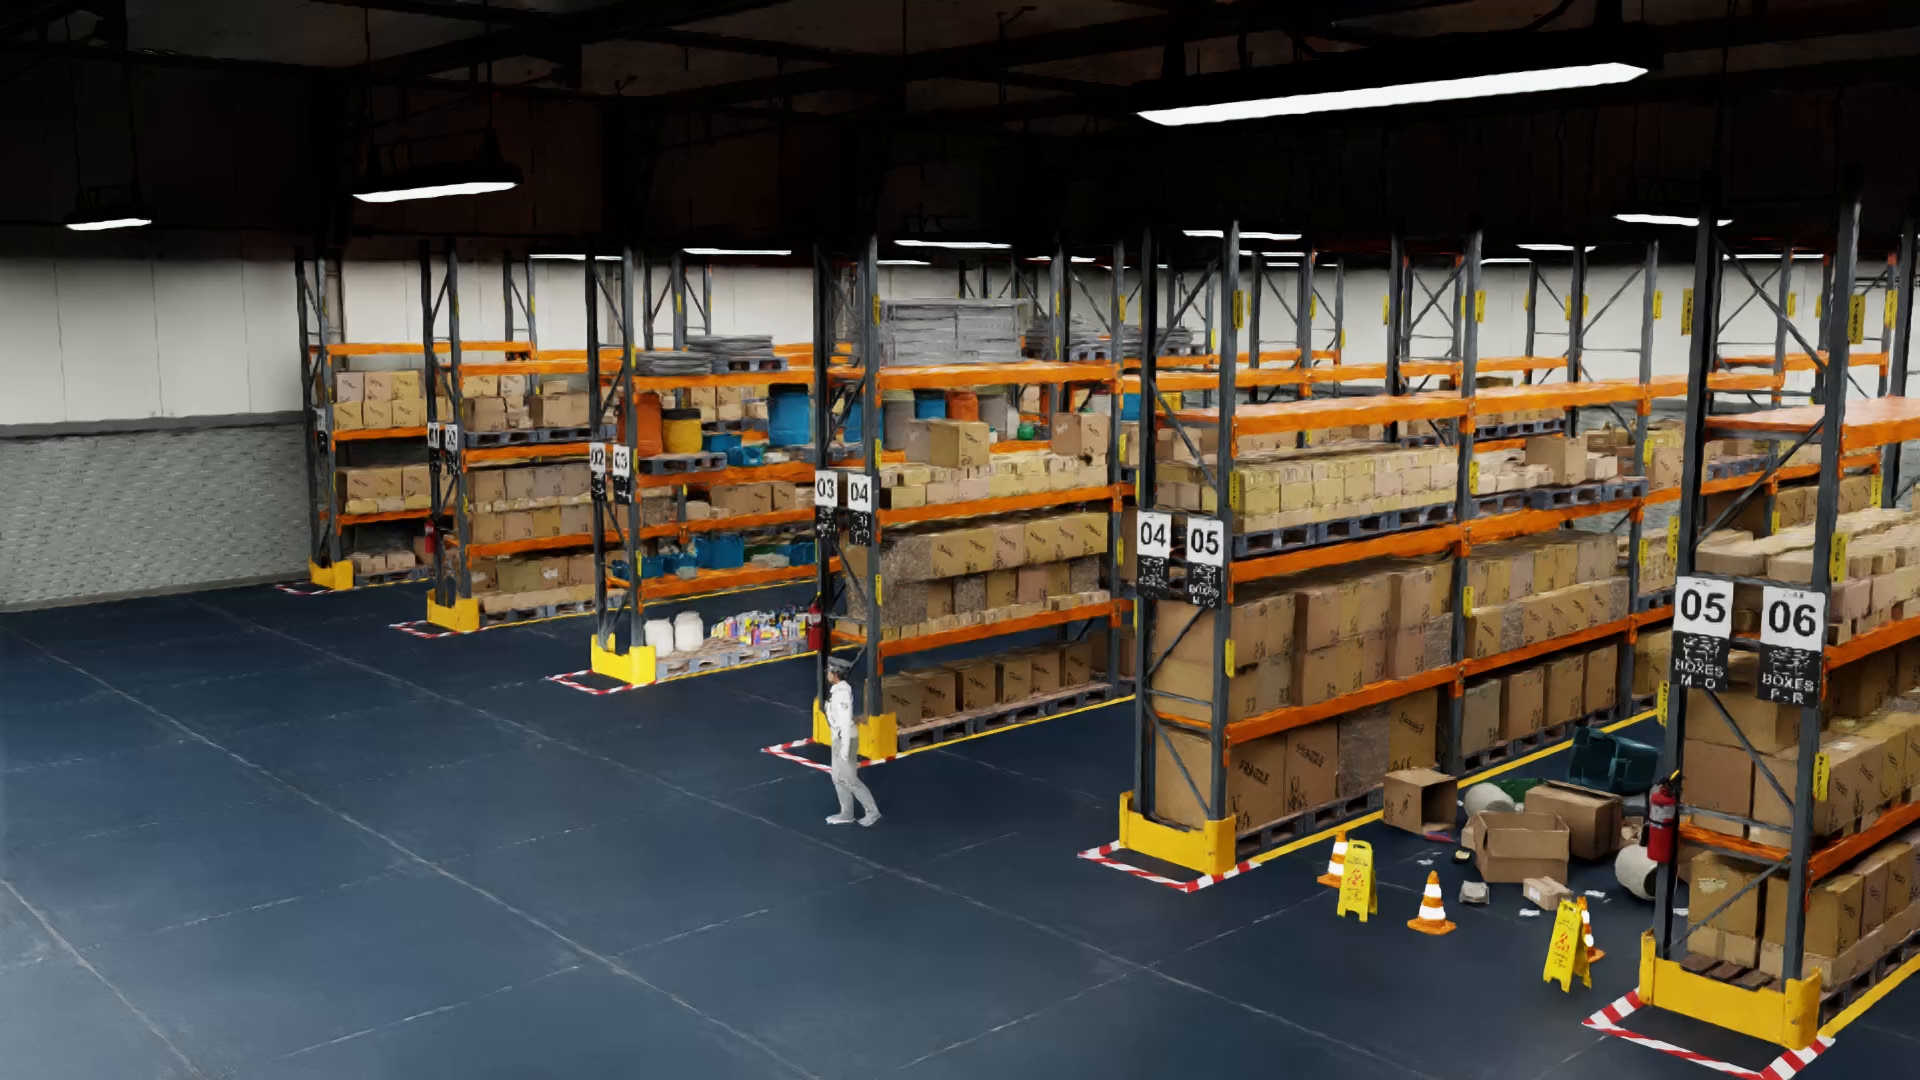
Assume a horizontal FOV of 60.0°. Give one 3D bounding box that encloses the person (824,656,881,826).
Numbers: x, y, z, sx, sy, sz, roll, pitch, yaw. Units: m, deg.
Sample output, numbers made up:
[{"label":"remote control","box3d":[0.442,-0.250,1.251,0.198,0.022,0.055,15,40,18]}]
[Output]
[{"label":"person","box3d":[-1.058,1.970,16.321,0.548,1.662,0.522,-1,8,-7]}]
